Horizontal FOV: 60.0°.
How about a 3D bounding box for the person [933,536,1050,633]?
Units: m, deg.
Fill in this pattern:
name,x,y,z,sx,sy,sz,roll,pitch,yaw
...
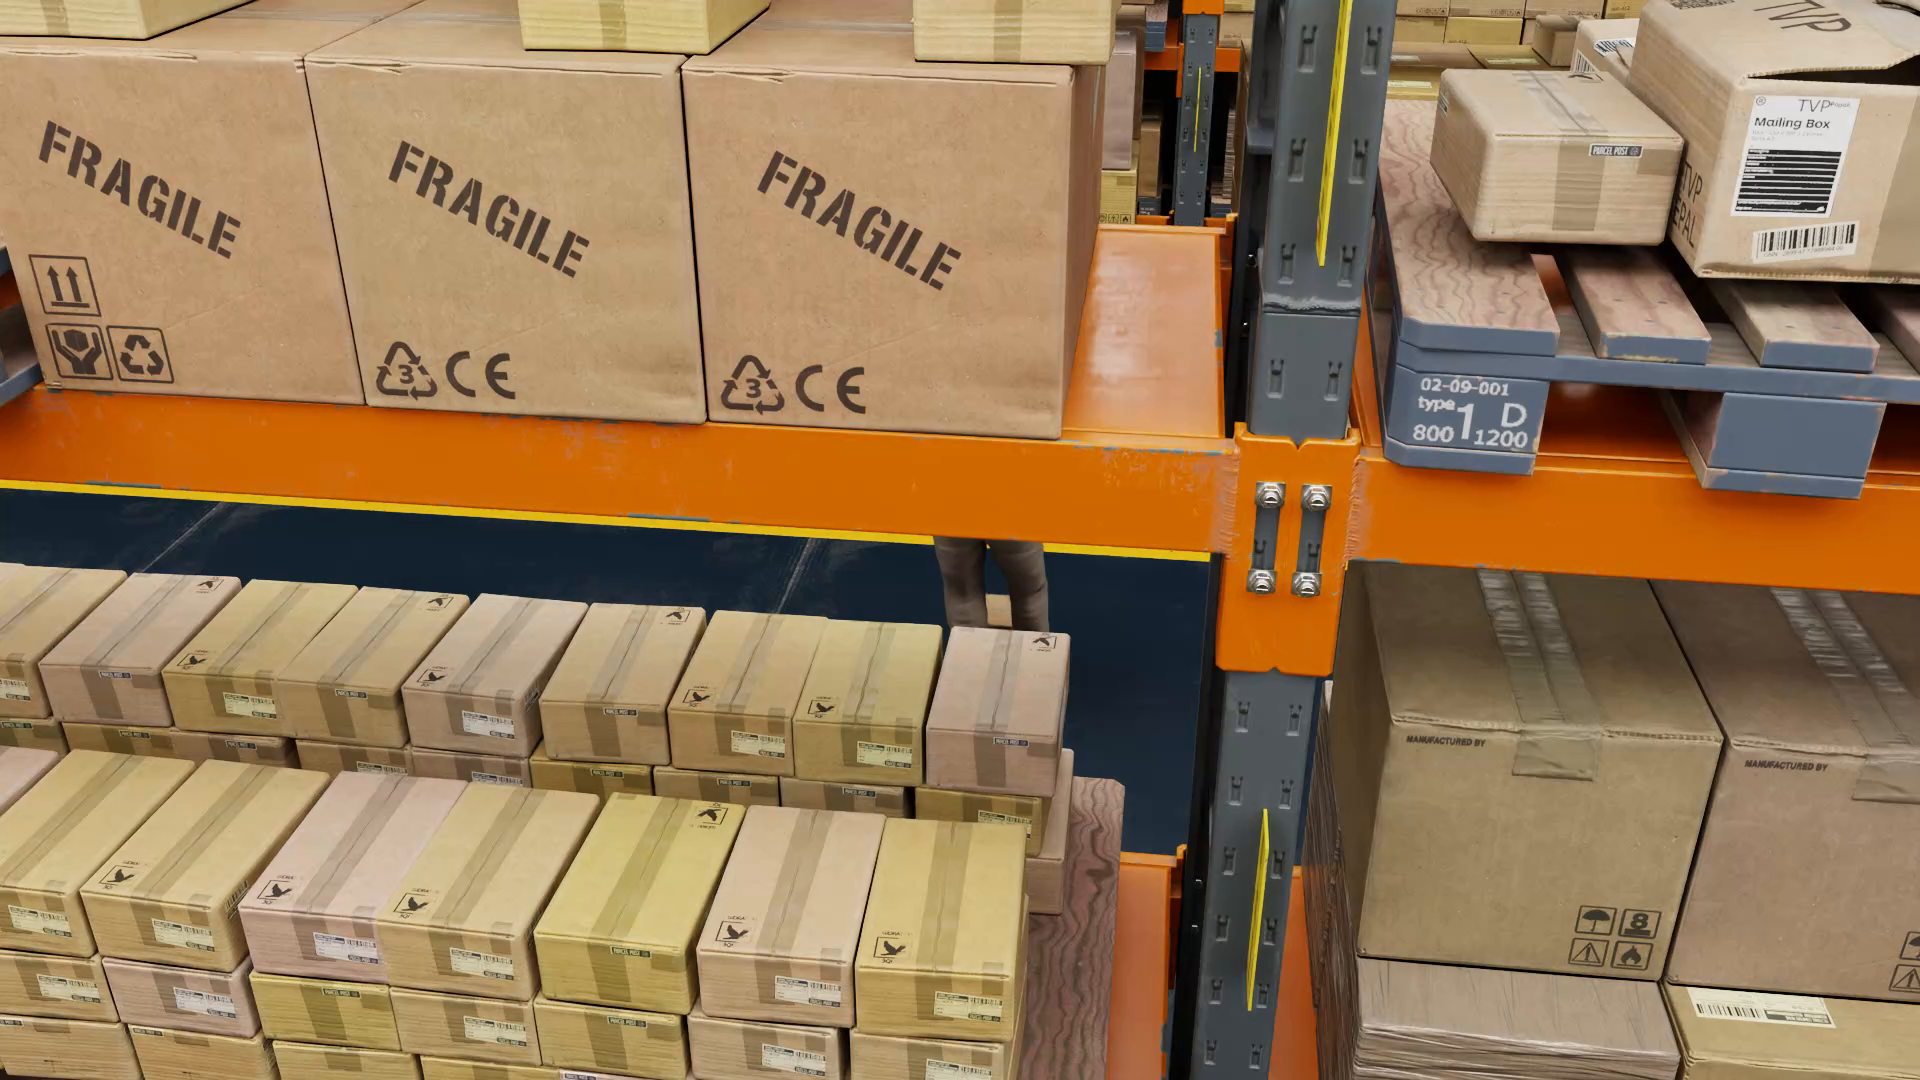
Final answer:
name,x,y,z,sx,sy,sz,roll,pitch,yaw
person,0.112,-0.164,6.428,0.635,1.727,0.551,3,28,6
